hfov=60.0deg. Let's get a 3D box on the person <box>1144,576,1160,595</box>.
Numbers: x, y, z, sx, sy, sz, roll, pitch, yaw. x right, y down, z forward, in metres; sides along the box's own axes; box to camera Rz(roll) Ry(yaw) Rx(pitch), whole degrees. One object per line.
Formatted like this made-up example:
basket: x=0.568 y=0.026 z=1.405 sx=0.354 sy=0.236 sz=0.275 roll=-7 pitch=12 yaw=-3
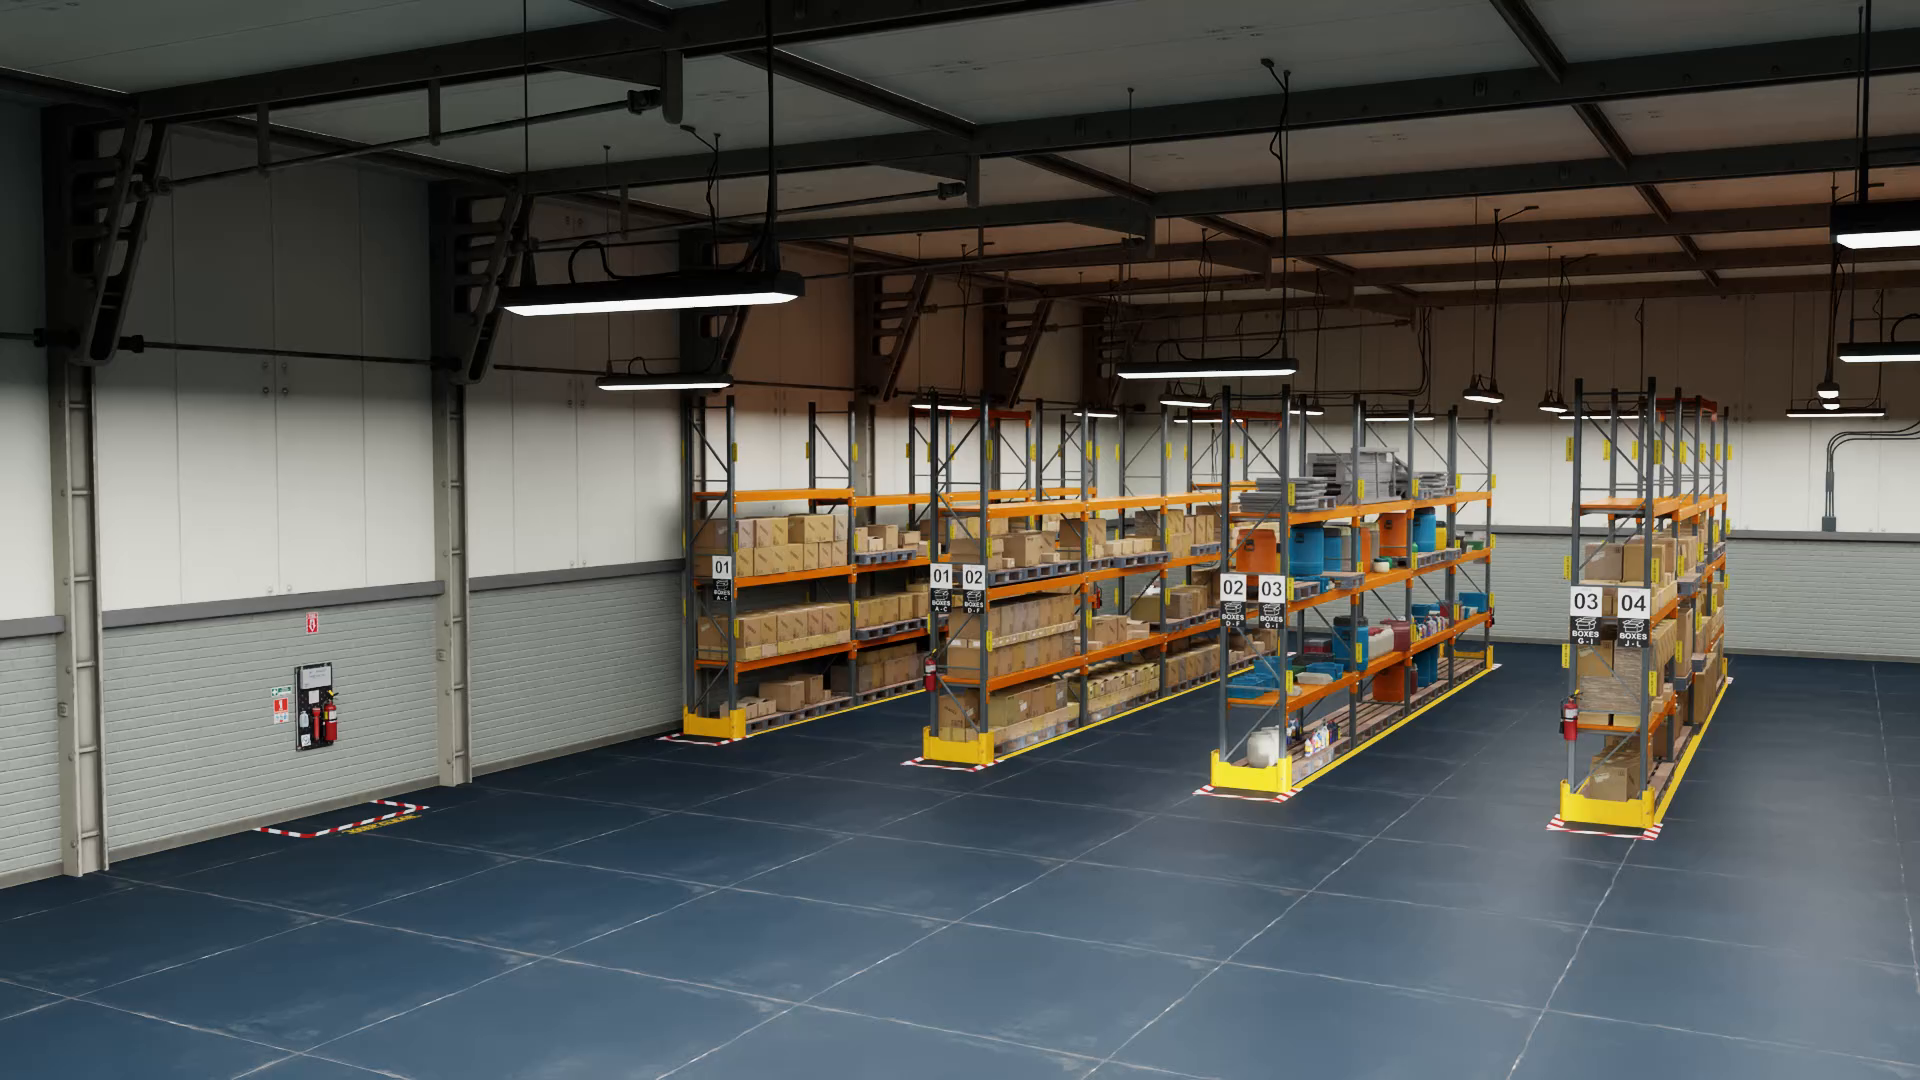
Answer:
person: x=5.115 y=1.836 z=43.598 sx=0.783 sy=1.769 sz=0.554 roll=3 pitch=4 yaw=43
